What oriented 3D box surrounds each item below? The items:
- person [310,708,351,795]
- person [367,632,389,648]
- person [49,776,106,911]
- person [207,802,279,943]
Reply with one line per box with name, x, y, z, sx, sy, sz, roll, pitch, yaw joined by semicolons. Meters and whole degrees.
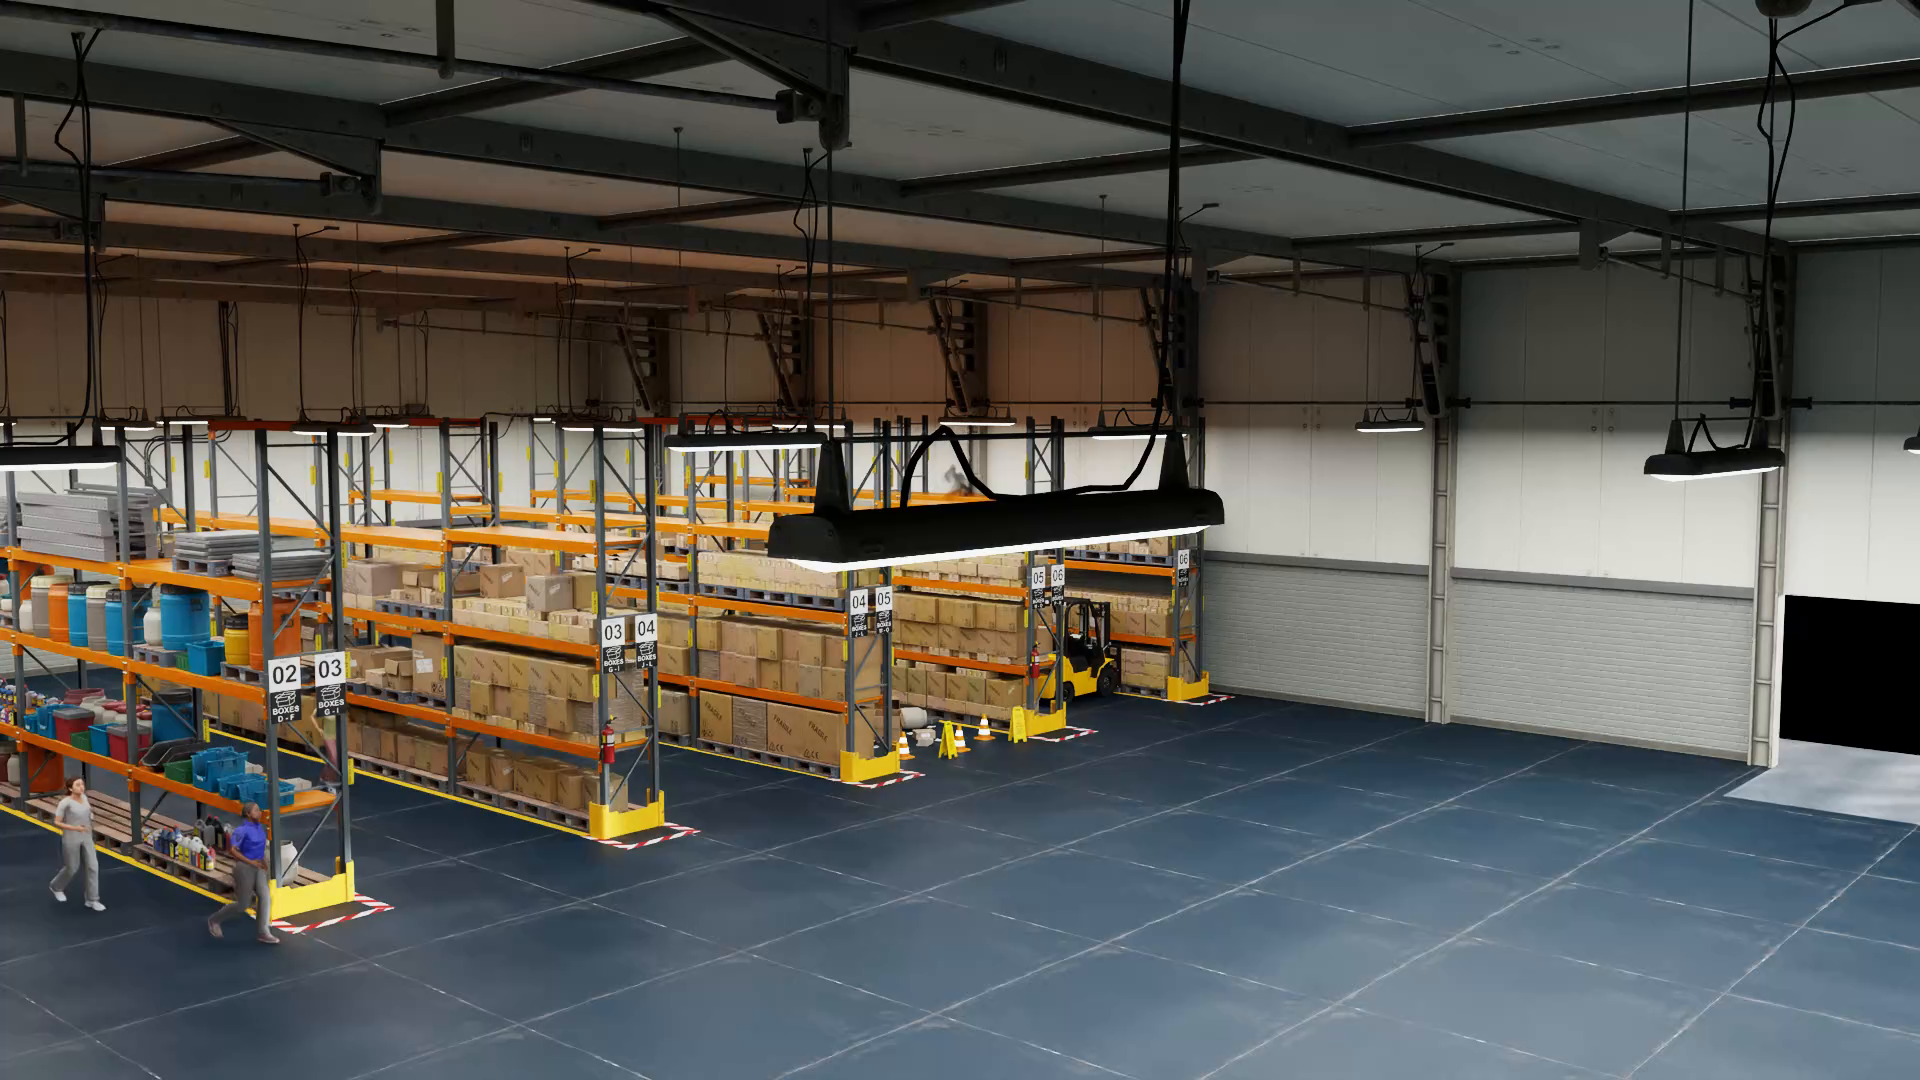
person;-10.223;3.268;27.077;0.762;1.715;0.561;4;6;41
person;-13.884;2.167;39.715;0.719;1.736;0.738;-1;5;-16
person;-11.060;3.770;20.779;0.899;1.676;0.567;2;5;26
person;-8.351;3.898;19.590;0.873;1.598;0.647;1;5;9
